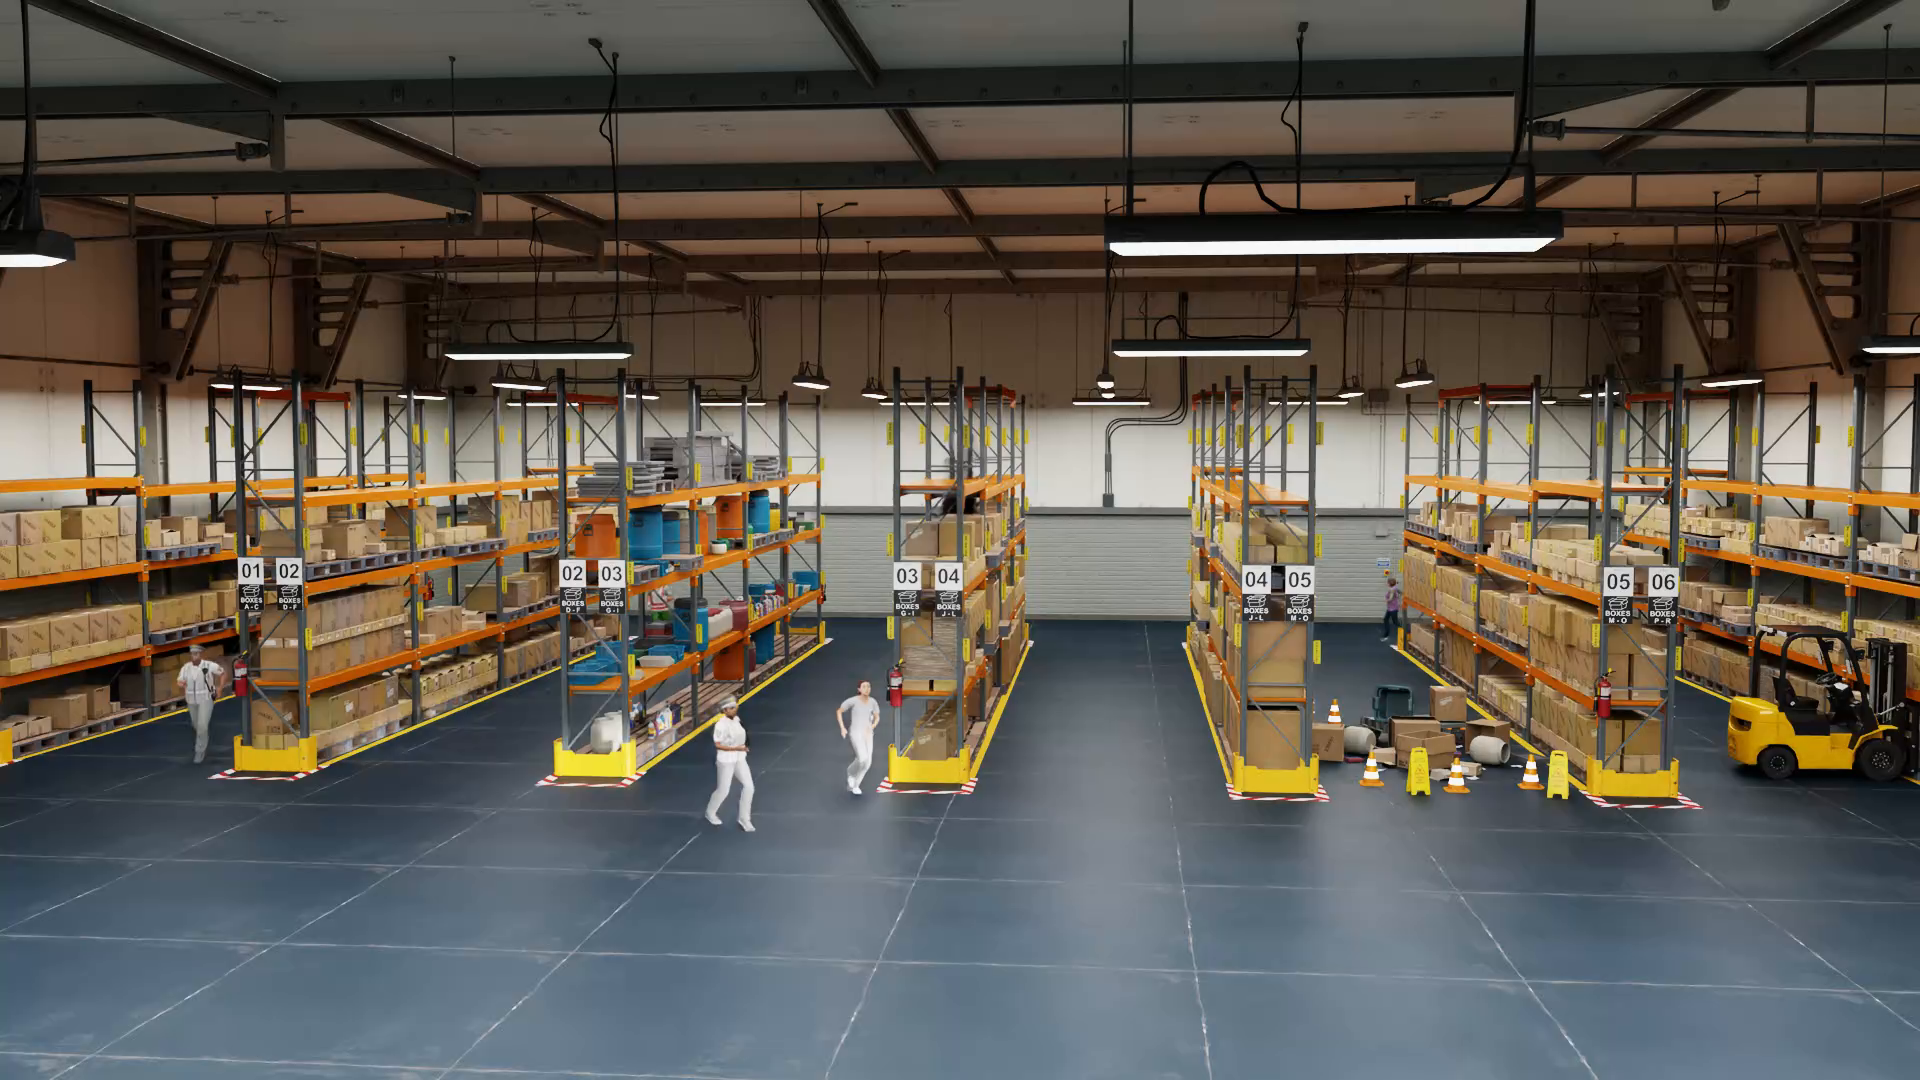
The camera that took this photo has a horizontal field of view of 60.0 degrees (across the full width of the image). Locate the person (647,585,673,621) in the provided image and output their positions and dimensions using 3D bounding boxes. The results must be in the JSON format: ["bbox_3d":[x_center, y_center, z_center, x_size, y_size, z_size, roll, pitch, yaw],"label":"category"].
[{"bbox_3d":[-7.032,1.693,38.932,0.651,1.835,0.803,0,4,0],"label":"person"}]

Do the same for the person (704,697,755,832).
[{"bbox_3d":[-2.936,2.852,21.195,0.742,1.750,0.581,3,5,39],"label":"person"}]

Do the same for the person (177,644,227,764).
[{"bbox_3d":[-11.791,2.510,25.867,0.671,1.825,0.964,0,4,-1],"label":"person"}]

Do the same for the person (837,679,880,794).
[{"bbox_3d":[-1.378,2.749,23.247,0.576,1.617,0.556,-2,4,-32],"label":"person"}]

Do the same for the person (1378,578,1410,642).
[{"bbox_3d":[10.559,1.711,40.374,0.752,1.616,0.546,1,4,13],"label":"person"}]
